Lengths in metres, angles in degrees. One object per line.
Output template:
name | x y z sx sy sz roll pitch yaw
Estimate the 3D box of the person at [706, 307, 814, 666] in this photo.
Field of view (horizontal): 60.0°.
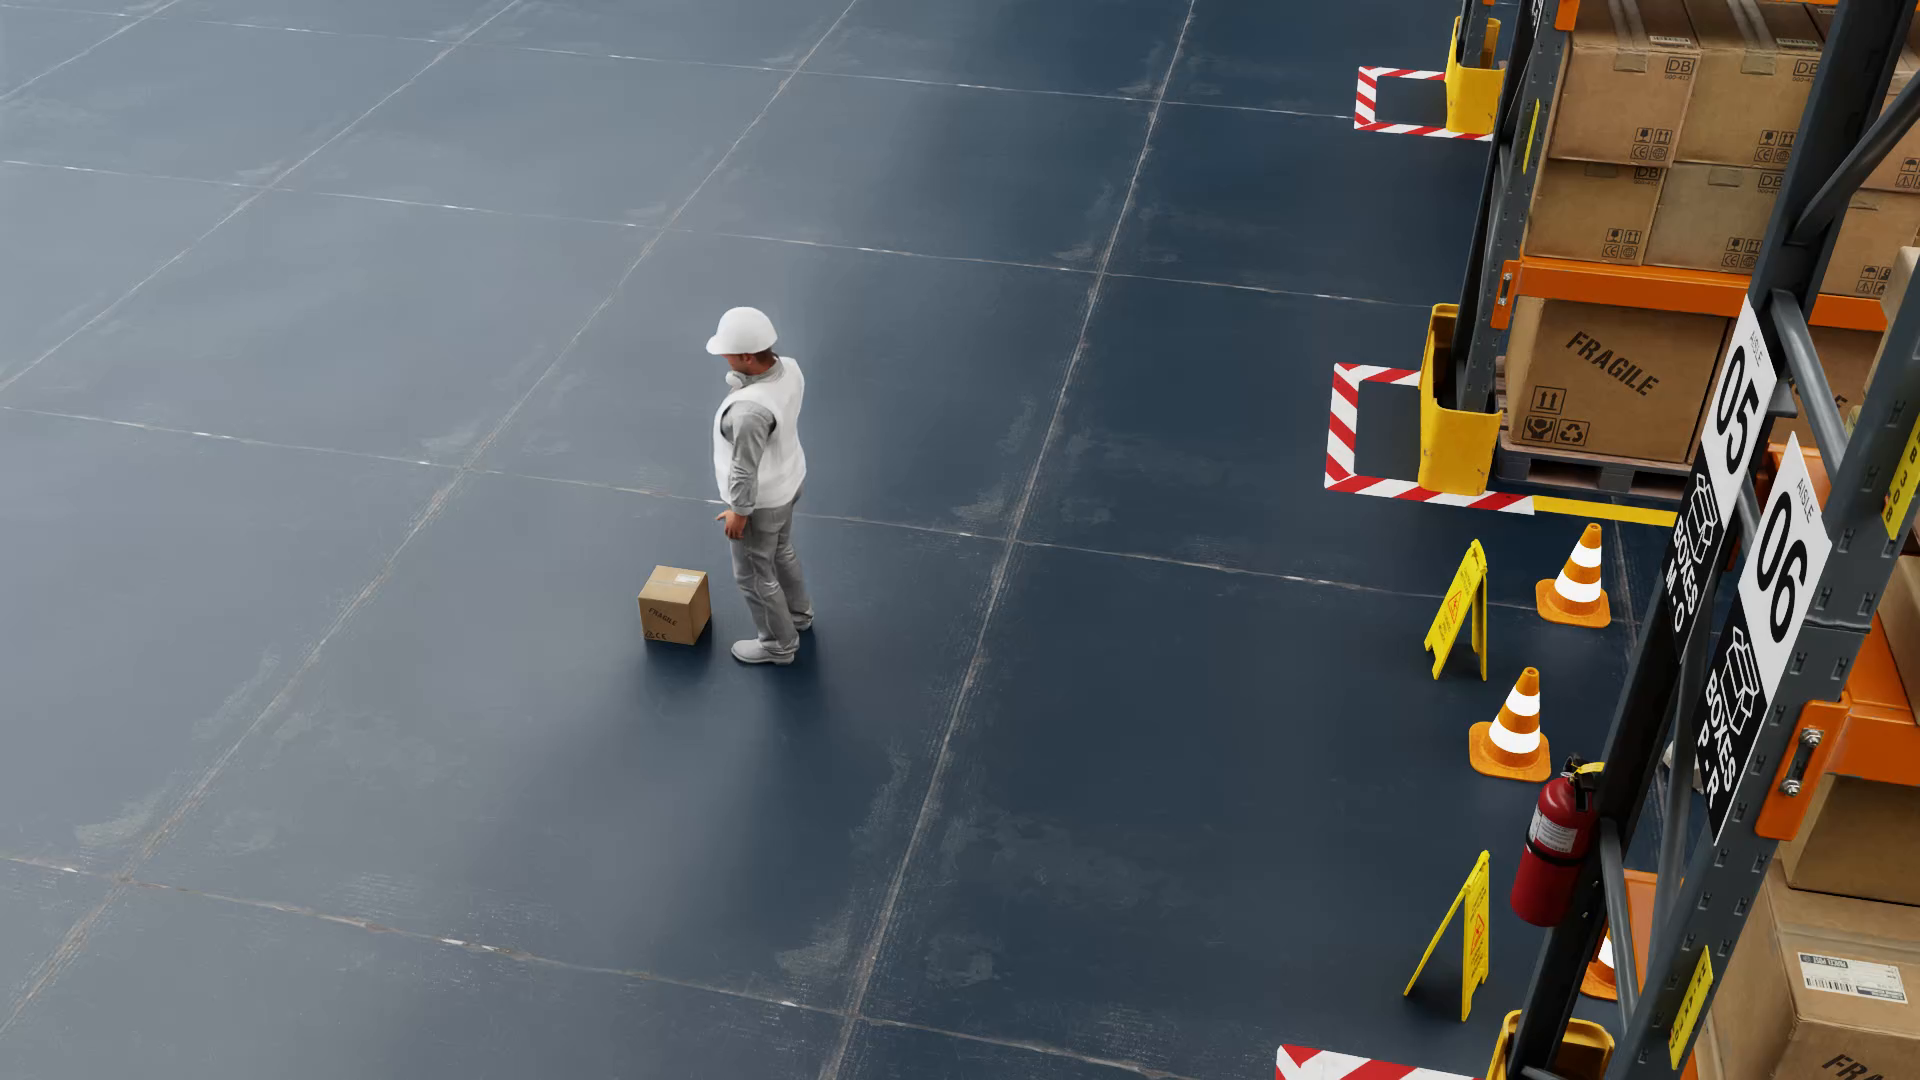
person | -0.867 -0.225 7.259 0.357 1.765 0.533 8 37 11
